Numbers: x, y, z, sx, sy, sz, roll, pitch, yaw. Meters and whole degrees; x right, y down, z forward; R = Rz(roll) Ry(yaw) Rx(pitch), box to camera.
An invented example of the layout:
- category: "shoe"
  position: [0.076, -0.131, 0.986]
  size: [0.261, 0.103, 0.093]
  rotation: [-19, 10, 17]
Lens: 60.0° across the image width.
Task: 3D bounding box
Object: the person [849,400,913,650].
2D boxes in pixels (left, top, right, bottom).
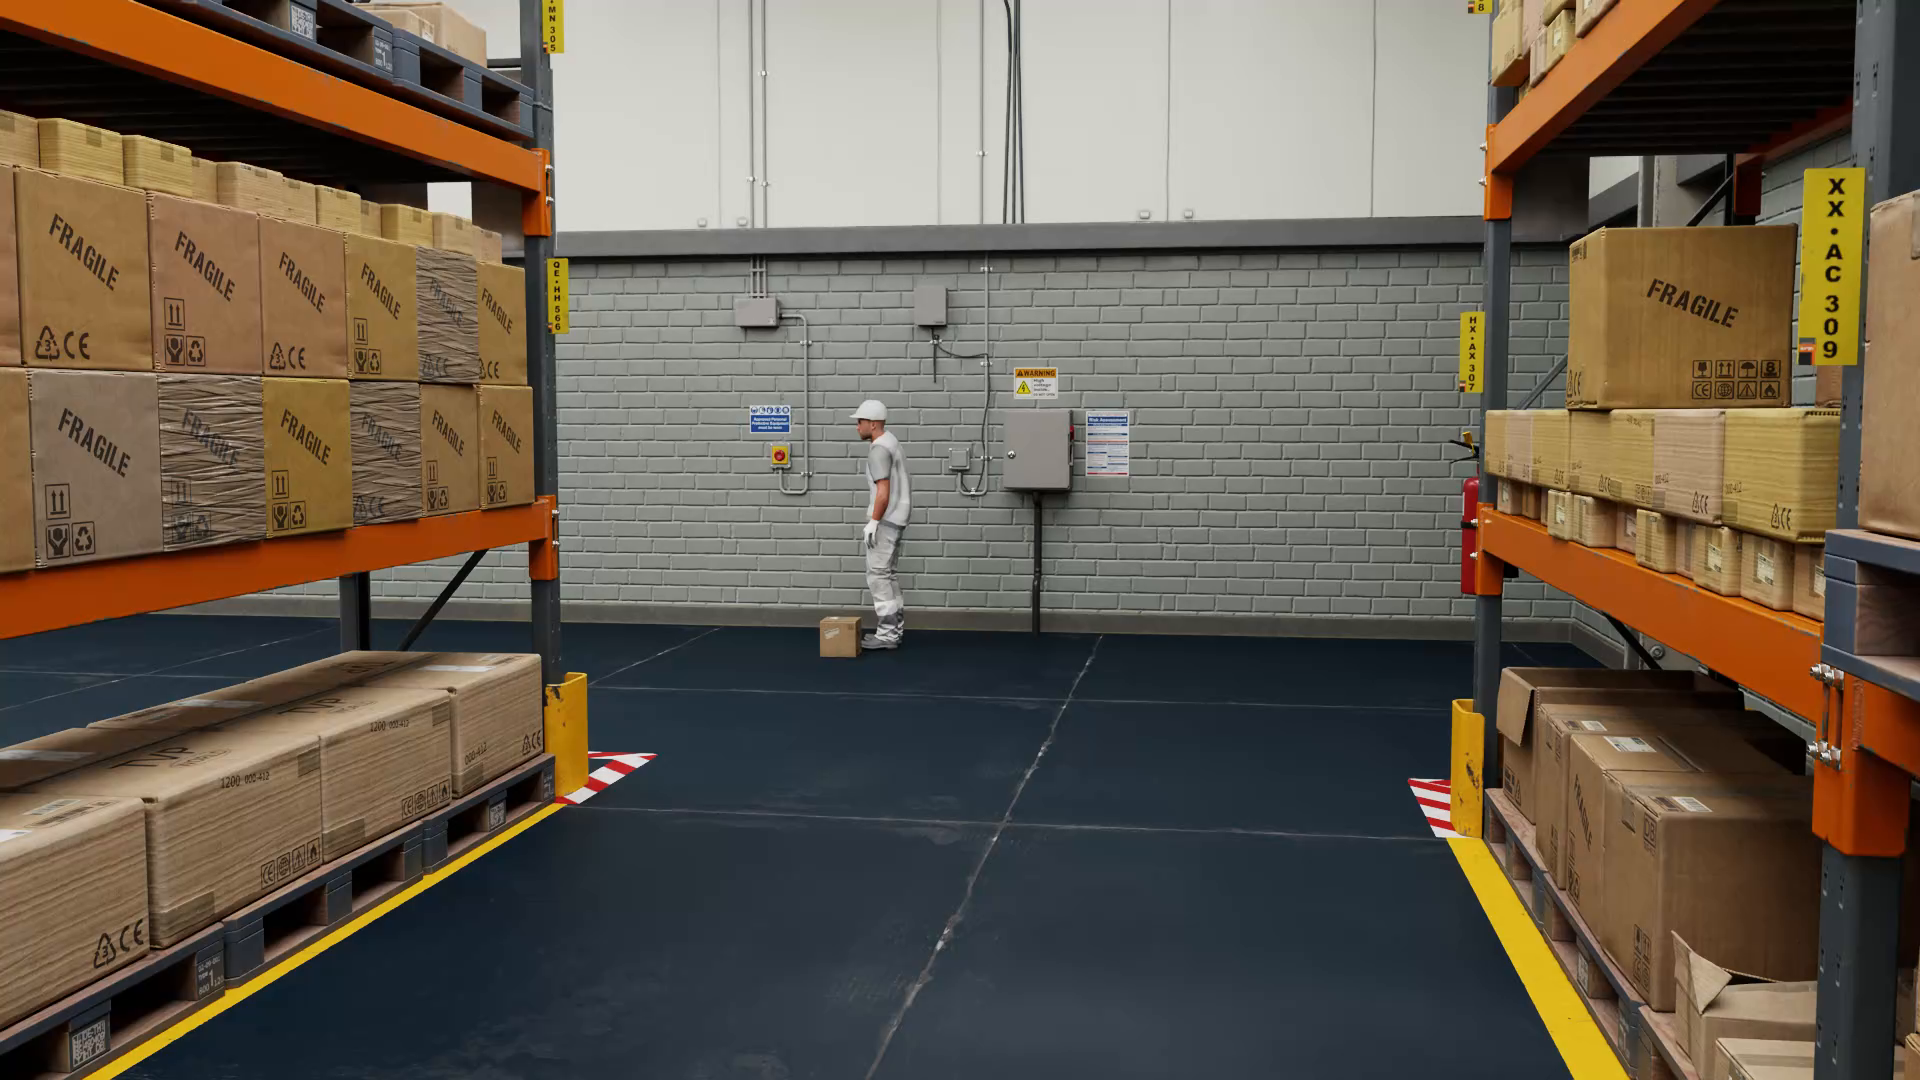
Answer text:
- category: "person"
  position: [-0.567, -0.112, 11.928]
  size: [0.449, 1.780, 0.623]
  rotation: [1, 4, 7]
